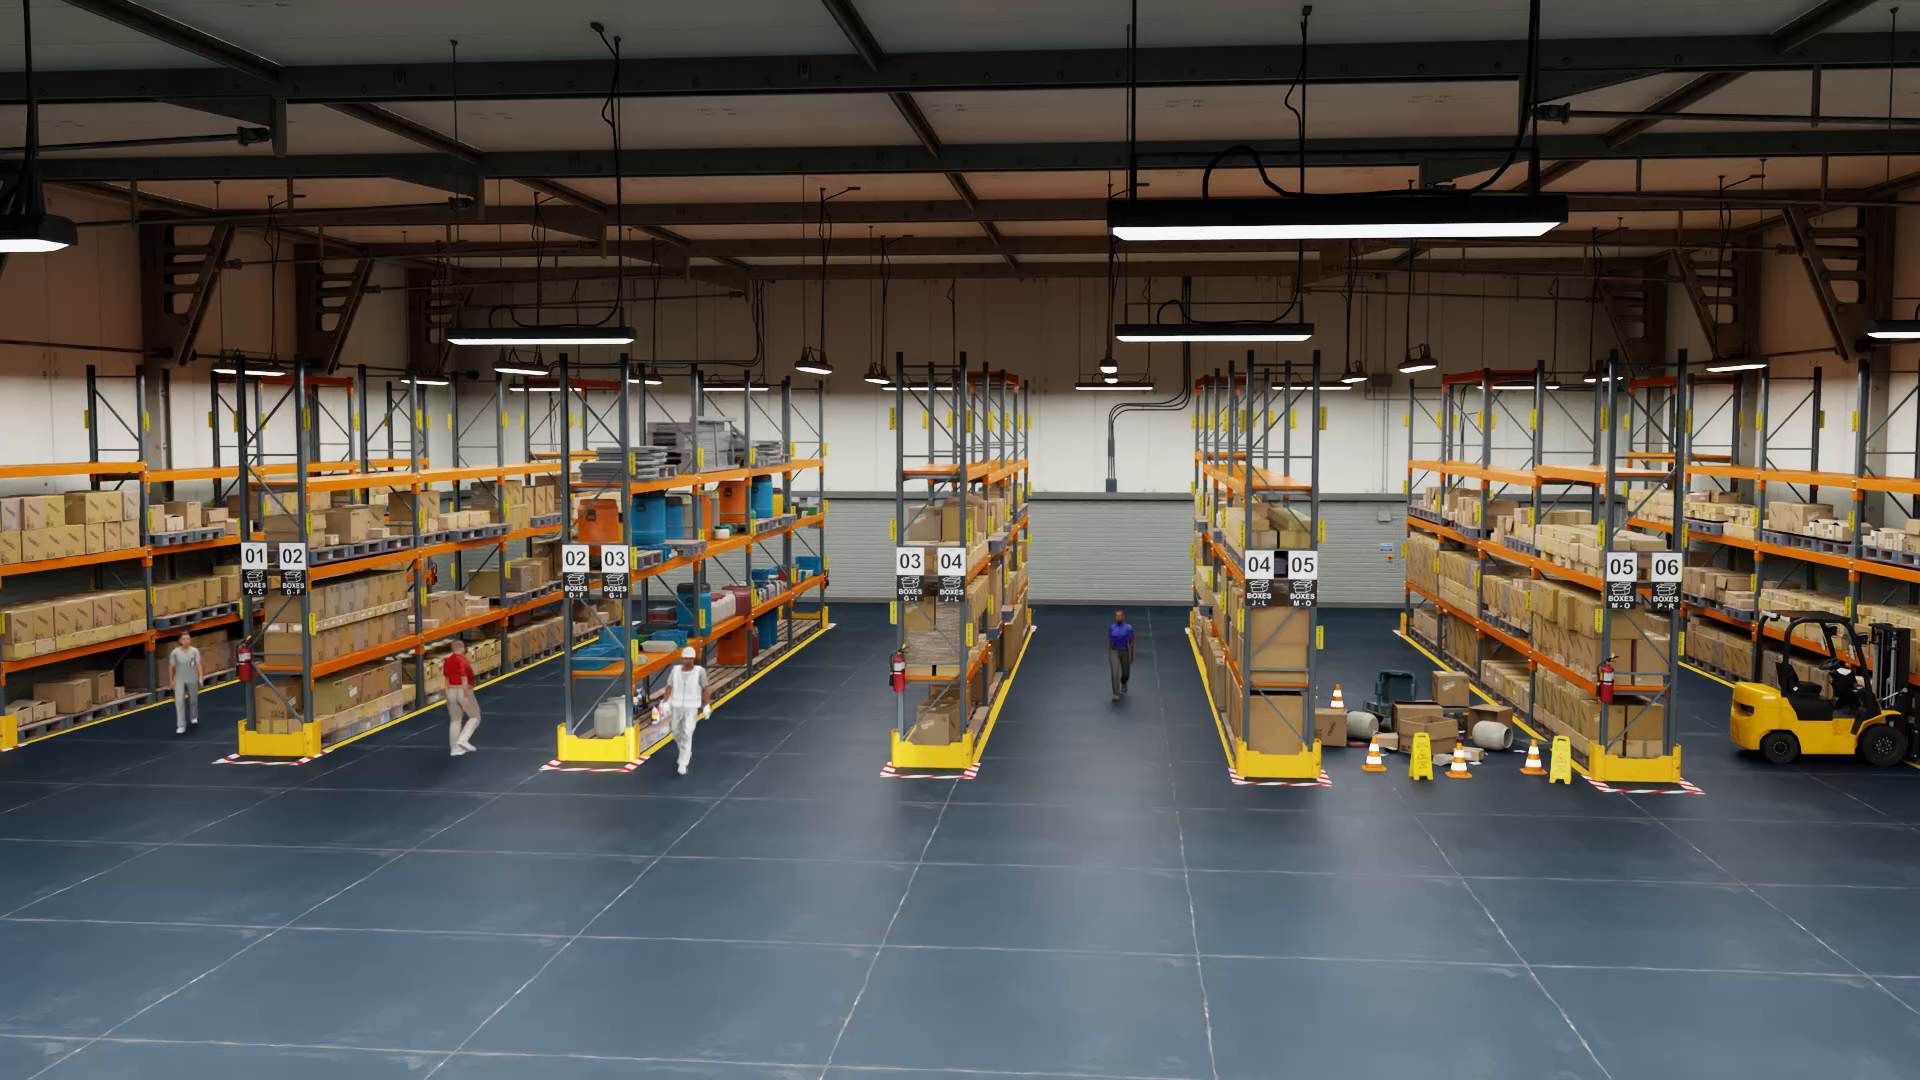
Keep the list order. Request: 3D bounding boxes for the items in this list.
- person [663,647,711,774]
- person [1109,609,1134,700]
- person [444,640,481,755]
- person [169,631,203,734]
[{"bbox_3d":[-3.951,2.431,24.001,0.650,1.779,0.758,0,4,4],"label":"person"},{"bbox_3d":[2.907,2.048,30.024,0.446,1.610,0.822,0,4,3],"label":"person"},{"bbox_3d":[-7.523,2.365,24.960,0.598,1.714,0.493,1,4,15],"label":"person"},{"bbox_3d":[-12.488,2.267,26.841,0.510,1.603,1.106,-2,4,-22],"label":"person"}]
